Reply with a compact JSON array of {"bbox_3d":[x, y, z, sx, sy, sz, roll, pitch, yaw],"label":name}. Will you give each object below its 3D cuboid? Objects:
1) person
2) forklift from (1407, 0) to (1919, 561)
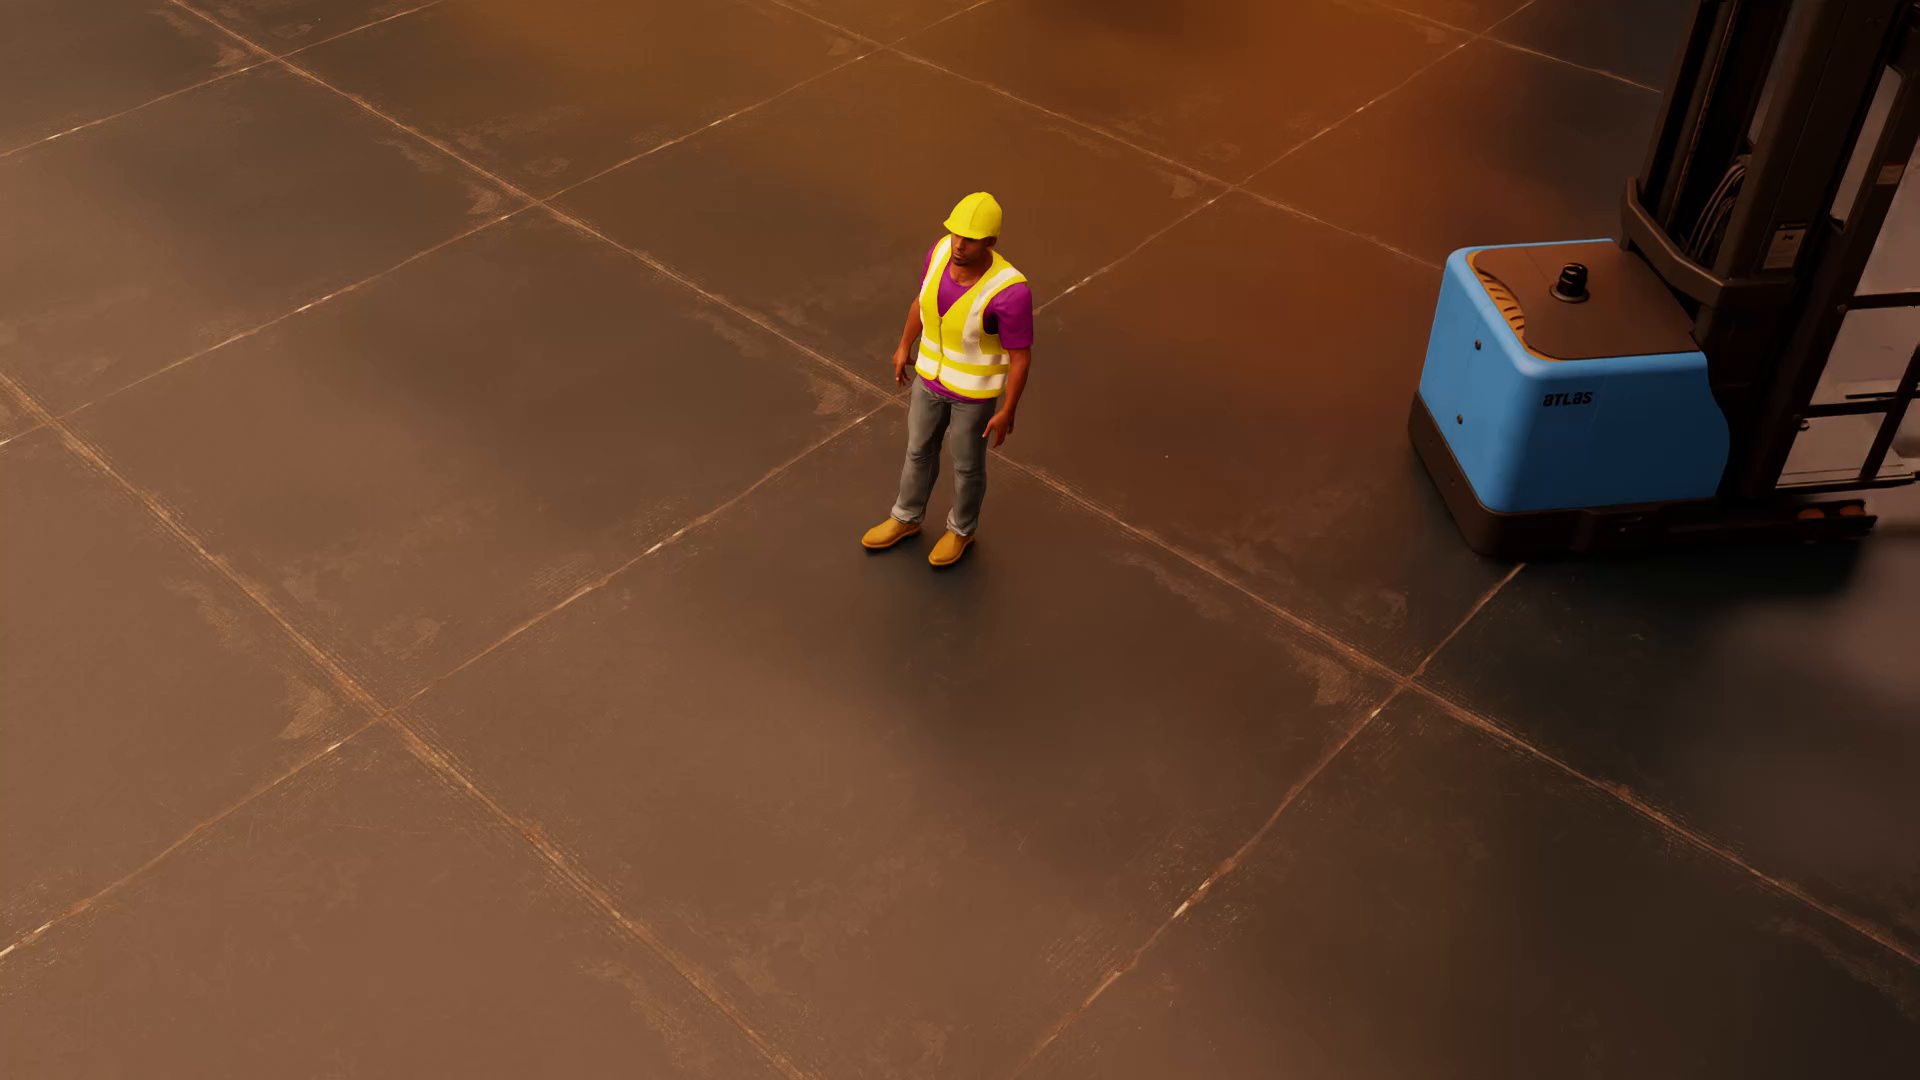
[{"bbox_3d":[-0.051,-0.643,7.066,0.666,1.759,0.577,31,49,31],"label":"person"},{"bbox_3d":[3.760,-1.434,7.100,3.031,2.935,1.130,-4,41,-5],"label":"forklift"}]
